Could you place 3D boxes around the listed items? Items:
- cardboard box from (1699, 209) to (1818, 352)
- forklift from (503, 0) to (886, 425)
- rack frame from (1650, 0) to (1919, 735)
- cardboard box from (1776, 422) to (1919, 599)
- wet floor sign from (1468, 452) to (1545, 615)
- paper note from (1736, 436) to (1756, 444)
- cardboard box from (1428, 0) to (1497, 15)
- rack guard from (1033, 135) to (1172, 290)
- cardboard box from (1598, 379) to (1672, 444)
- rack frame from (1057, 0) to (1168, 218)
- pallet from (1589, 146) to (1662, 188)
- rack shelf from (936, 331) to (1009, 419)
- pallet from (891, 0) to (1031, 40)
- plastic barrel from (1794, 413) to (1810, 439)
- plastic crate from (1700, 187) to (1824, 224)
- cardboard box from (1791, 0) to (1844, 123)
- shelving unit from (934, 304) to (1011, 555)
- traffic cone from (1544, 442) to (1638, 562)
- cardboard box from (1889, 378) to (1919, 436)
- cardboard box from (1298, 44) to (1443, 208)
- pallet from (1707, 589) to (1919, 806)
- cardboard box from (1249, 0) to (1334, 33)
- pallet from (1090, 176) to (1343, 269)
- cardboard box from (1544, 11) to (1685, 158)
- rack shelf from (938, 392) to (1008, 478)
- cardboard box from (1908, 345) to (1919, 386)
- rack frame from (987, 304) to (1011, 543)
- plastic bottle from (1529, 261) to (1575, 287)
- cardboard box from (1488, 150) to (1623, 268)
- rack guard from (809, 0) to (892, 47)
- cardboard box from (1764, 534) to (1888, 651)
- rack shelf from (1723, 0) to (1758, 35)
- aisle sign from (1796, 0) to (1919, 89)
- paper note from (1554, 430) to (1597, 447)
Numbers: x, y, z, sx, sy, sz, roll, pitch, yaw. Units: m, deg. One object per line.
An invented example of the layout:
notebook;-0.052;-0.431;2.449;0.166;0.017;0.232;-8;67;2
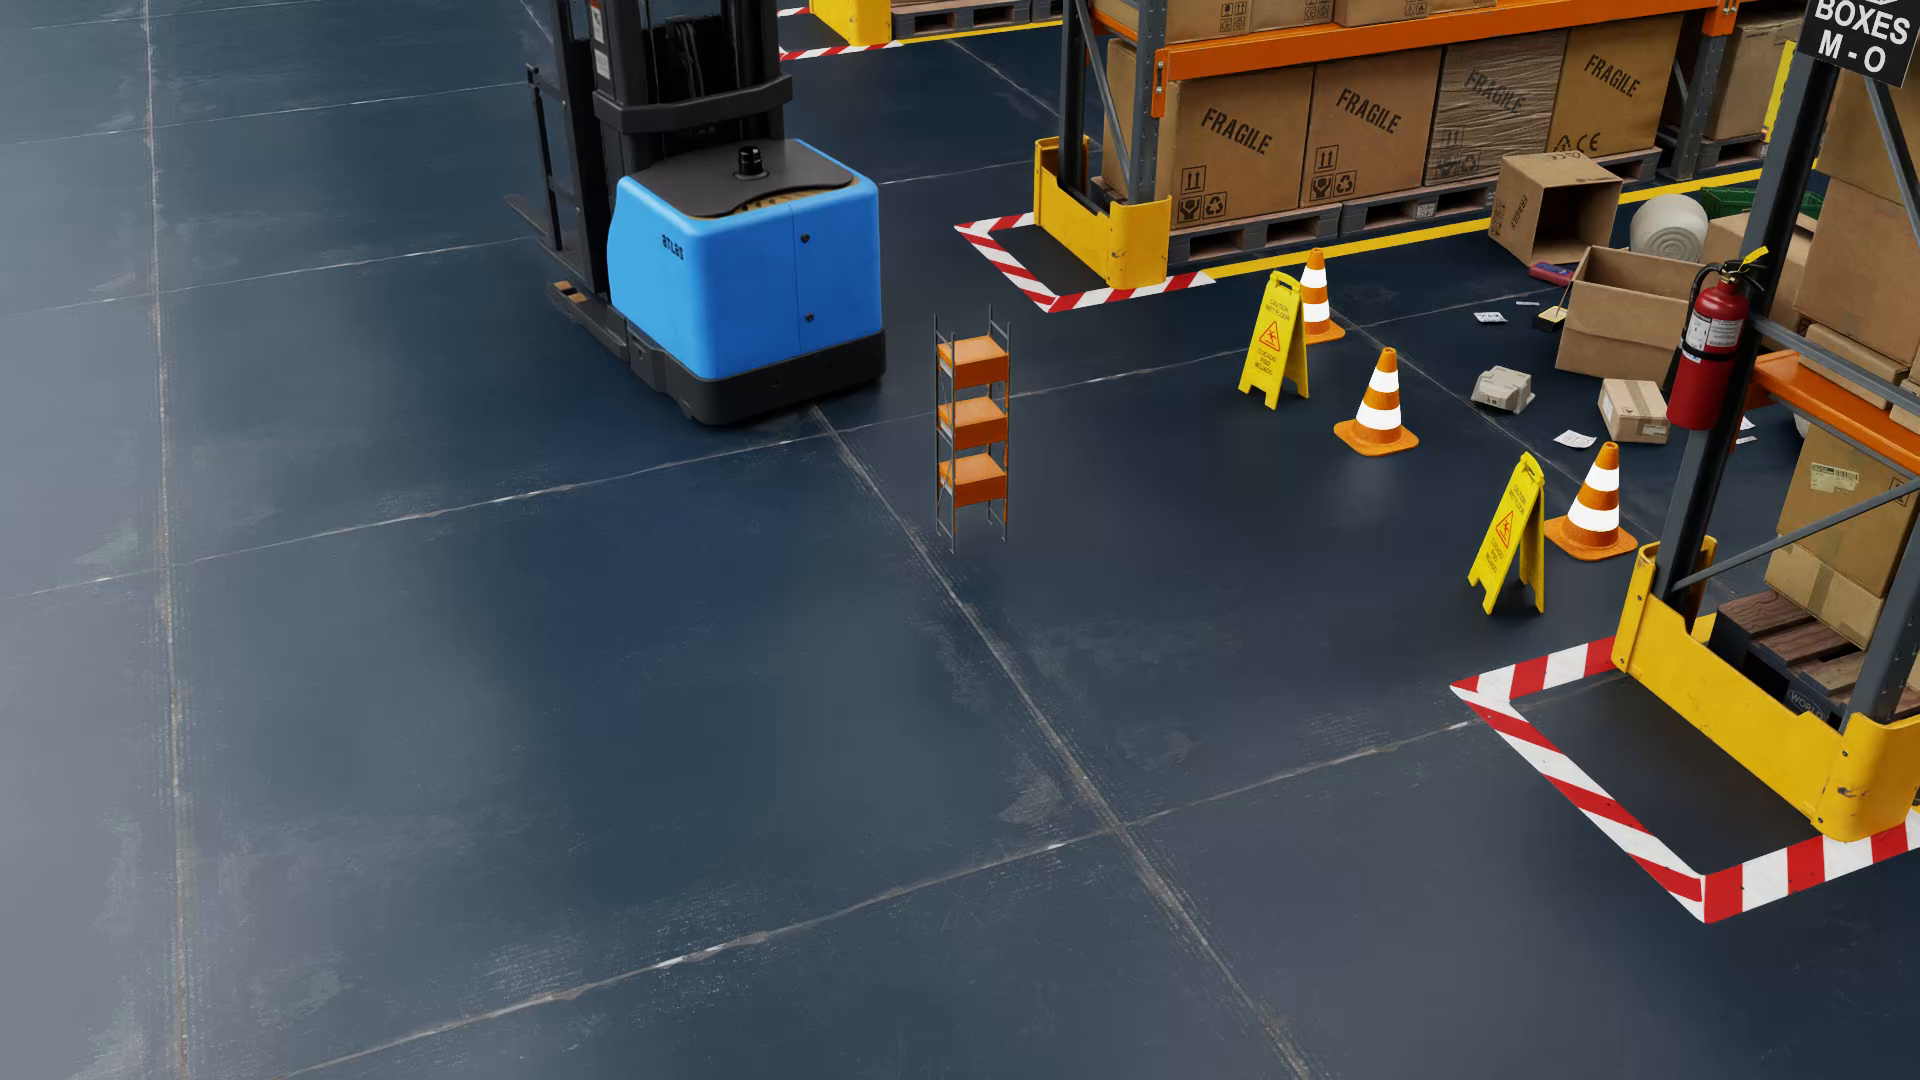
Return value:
cardboard box;4.348;-1.385;8.793;0.503;0.637;0.797;-13;35;-19
forklift;-1.622;-2.538;8.463;1.130;2.935;3.031;-21;38;-28
rack frame;2.850;-0.529;5.313;0.127;3.000;1.000;-13;35;-19
cardboard box;3.487;-0.167;6.206;0.500;0.500;0.500;-13;35;-19
wet floor sign;2.260;-0.040;6.721;0.232;0.644;0.267;-2;33;-2
paper note;3.767;-0.480;7.979;0.123;0.001;0.032;-13;35;-19
cardboard box;2.701;-3.476;9.704;0.500;0.550;0.875;-13;35;-19
rack guard;0.818;-1.944;9.780;0.348;0.500;1.175;-13;35;-19
cardboard box;3.275;-0.627;8.077;0.250;0.149;0.380;4;33;6
rack frame;0.840;-2.997;9.106;0.127;3.000;1.000;-13;35;-19
pallet;3.797;-2.552;10.978;1.213;0.211;1.003;-13;35;-19
rack shelf;0.049;-0.680;6.832;0.240;0.259;0.215;-13;35;-19
pallet;-0.154;-4.514;13.993;1.213;0.211;1.003;-13;35;-19
plastic barrel;4.168;-0.647;7.856;0.421;0.421;0.512;10;34;14
plastic crate;4.875;-1.992;10.086;0.662;0.188;0.450;4;23;6
cardboard box;5.957;-3.453;11.484;0.750;0.750;1.050;-13;35;-19
shelving unit;0.049;-0.451;6.981;0.252;1.050;0.215;-13;35;-19
traffic cone;2.747;-0.206;7.142;0.334;0.463;0.336;-13;35;-19
cardboard box;3.243;-0.392;5.332;0.250;0.149;0.380;-13;35;-19
cardboard box;2.250;-2.646;10.129;0.875;0.875;0.875;-13;35;-20
pallet;3.682;0.470;6.335;1.213;0.211;1.003;-13;35;-19
cardboard box;1.663;-3.288;9.416;0.550;0.550;0.875;-13;35;-19
pallet;1.547;-2.036;10.186;1.213;0.211;1.003;-13;35;-19
cardboard box;3.921;-3.030;10.719;0.875;0.875;0.875;-12;35;-18
rack shelf;0.049;-0.442;6.987;0.240;0.259;0.215;-13;35;-19
cardboard box;3.394;-0.656;5.144;0.500;0.500;0.500;-13;35;-20
rack frame;0.162;-0.477;7.021;0.008;1.050;0.200;-13;35;-19
plastic bottle;3.419;-1.514;9.521;0.133;0.061;0.283;-27;42;-35
cardboard box;3.494;-1.951;9.788;0.500;0.500;0.500;-7;34;-11
rack guard;-0.917;-4.481;13.678;0.348;0.500;1.175;-13;35;-19
cardboard box;3.513;0.136;6.427;0.500;0.250;0.500;-13;35;-19
rack shelf;6.372;-3.962;11.249;4.000;0.370;1.077;-13;35;-19
aisle sign;2.680;-1.752;4.808;0.004;0.787;0.394;-13;35;-19
paper note;2.951;-0.485;7.968;0.142;0.019;0.148;-27;42;-35
